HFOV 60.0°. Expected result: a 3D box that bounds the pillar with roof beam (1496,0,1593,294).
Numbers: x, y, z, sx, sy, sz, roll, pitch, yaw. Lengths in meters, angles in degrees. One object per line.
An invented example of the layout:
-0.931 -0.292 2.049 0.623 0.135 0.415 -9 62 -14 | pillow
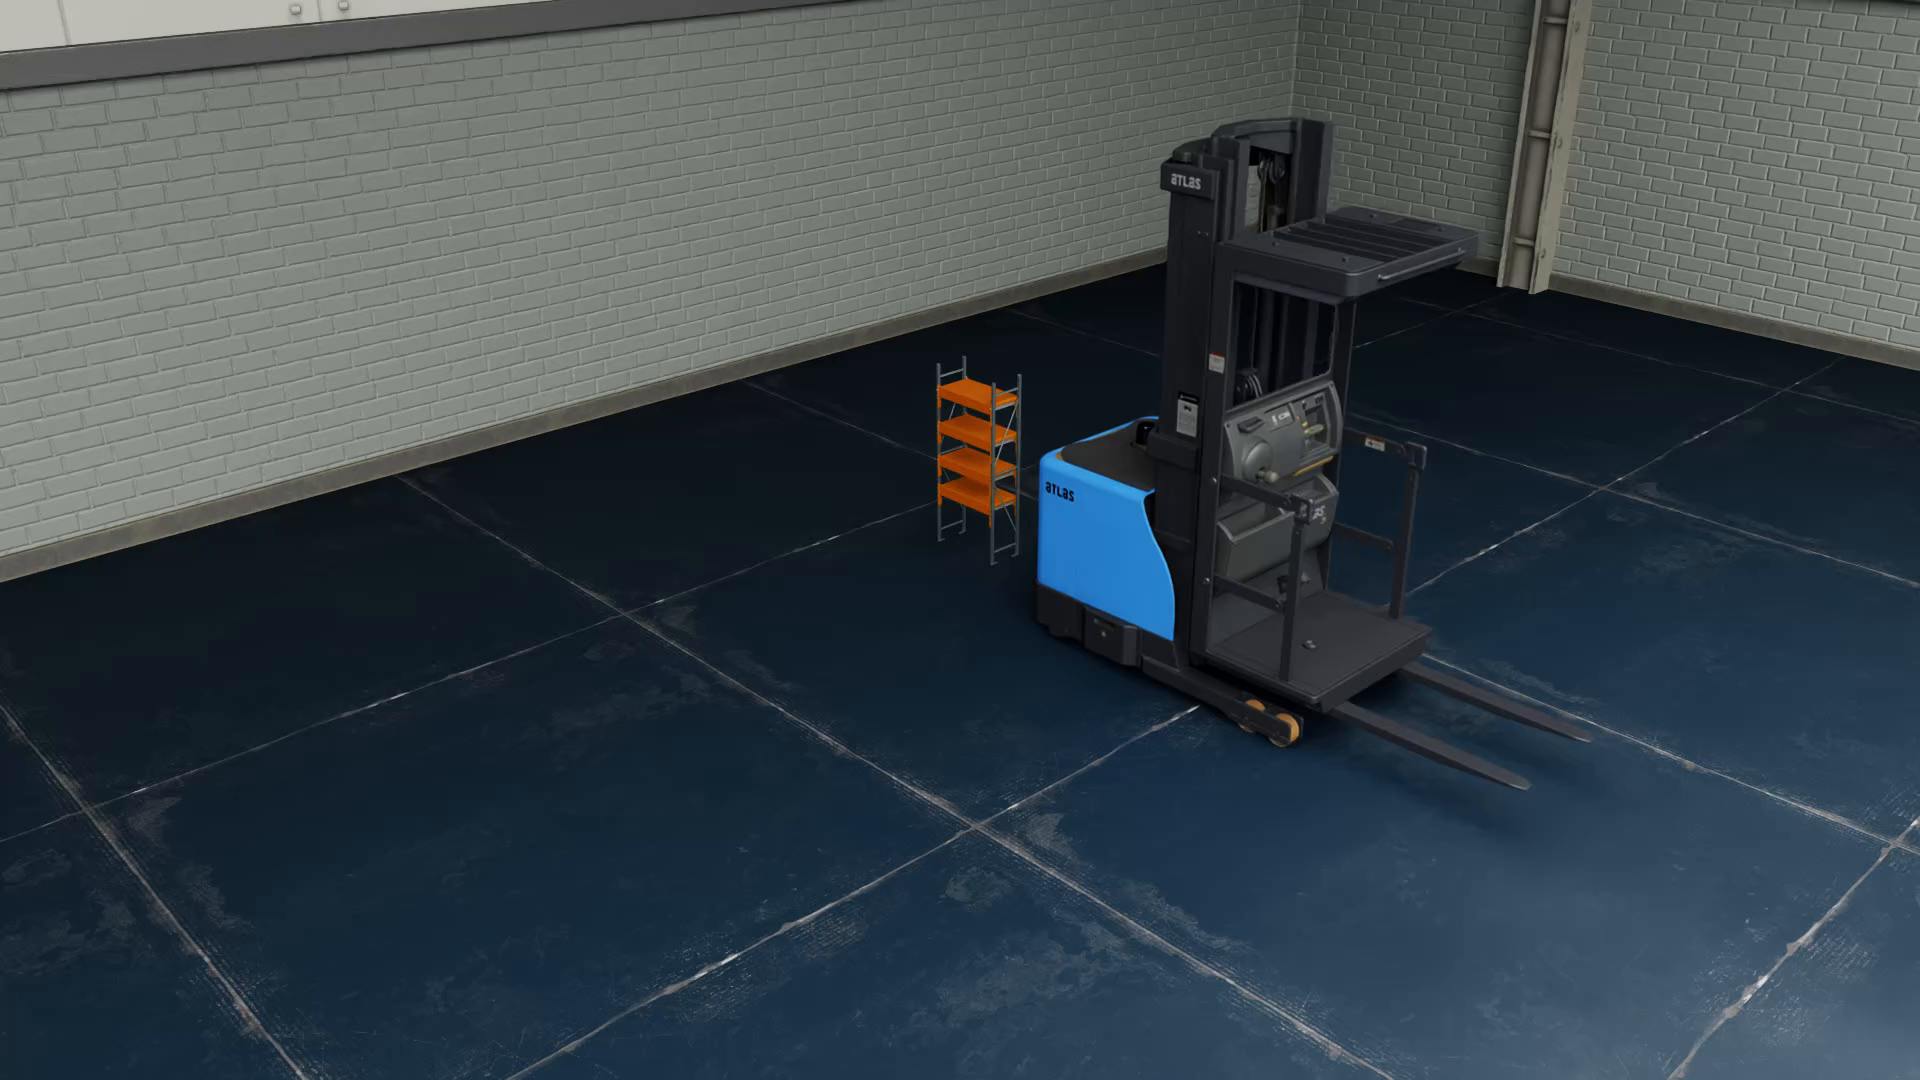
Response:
2.313 -5.325 11.580 9.100 9.000 0.400 -21 32 -38 | pillar with roof beam

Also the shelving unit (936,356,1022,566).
0.113 -0.496 10.391 0.258 1.200 0.503 -21 32 -38 | shelving unit

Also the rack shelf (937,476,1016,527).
0.113 -0.254 10.501 0.258 0.148 0.480 -21 32 -38 | rack shelf

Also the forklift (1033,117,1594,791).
1.805 -0.525 8.370 1.130 2.935 3.031 -22 32 -39 | forklift

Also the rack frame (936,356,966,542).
-0.054 -0.570 10.553 0.240 1.200 0.015 -21 32 -38 | rack frame

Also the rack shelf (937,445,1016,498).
0.113 -0.435 10.419 0.258 0.148 0.480 -21 32 -38 | rack shelf

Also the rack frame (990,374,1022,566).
0.280 -0.422 10.229 0.240 1.200 0.015 -21 32 -38 | rack frame

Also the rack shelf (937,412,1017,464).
0.113 -0.638 10.326 0.258 0.148 0.480 -21 32 -38 | rack shelf

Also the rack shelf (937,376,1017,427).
0.113 -0.853 10.228 0.258 0.148 0.480 -21 32 -38 | rack shelf
